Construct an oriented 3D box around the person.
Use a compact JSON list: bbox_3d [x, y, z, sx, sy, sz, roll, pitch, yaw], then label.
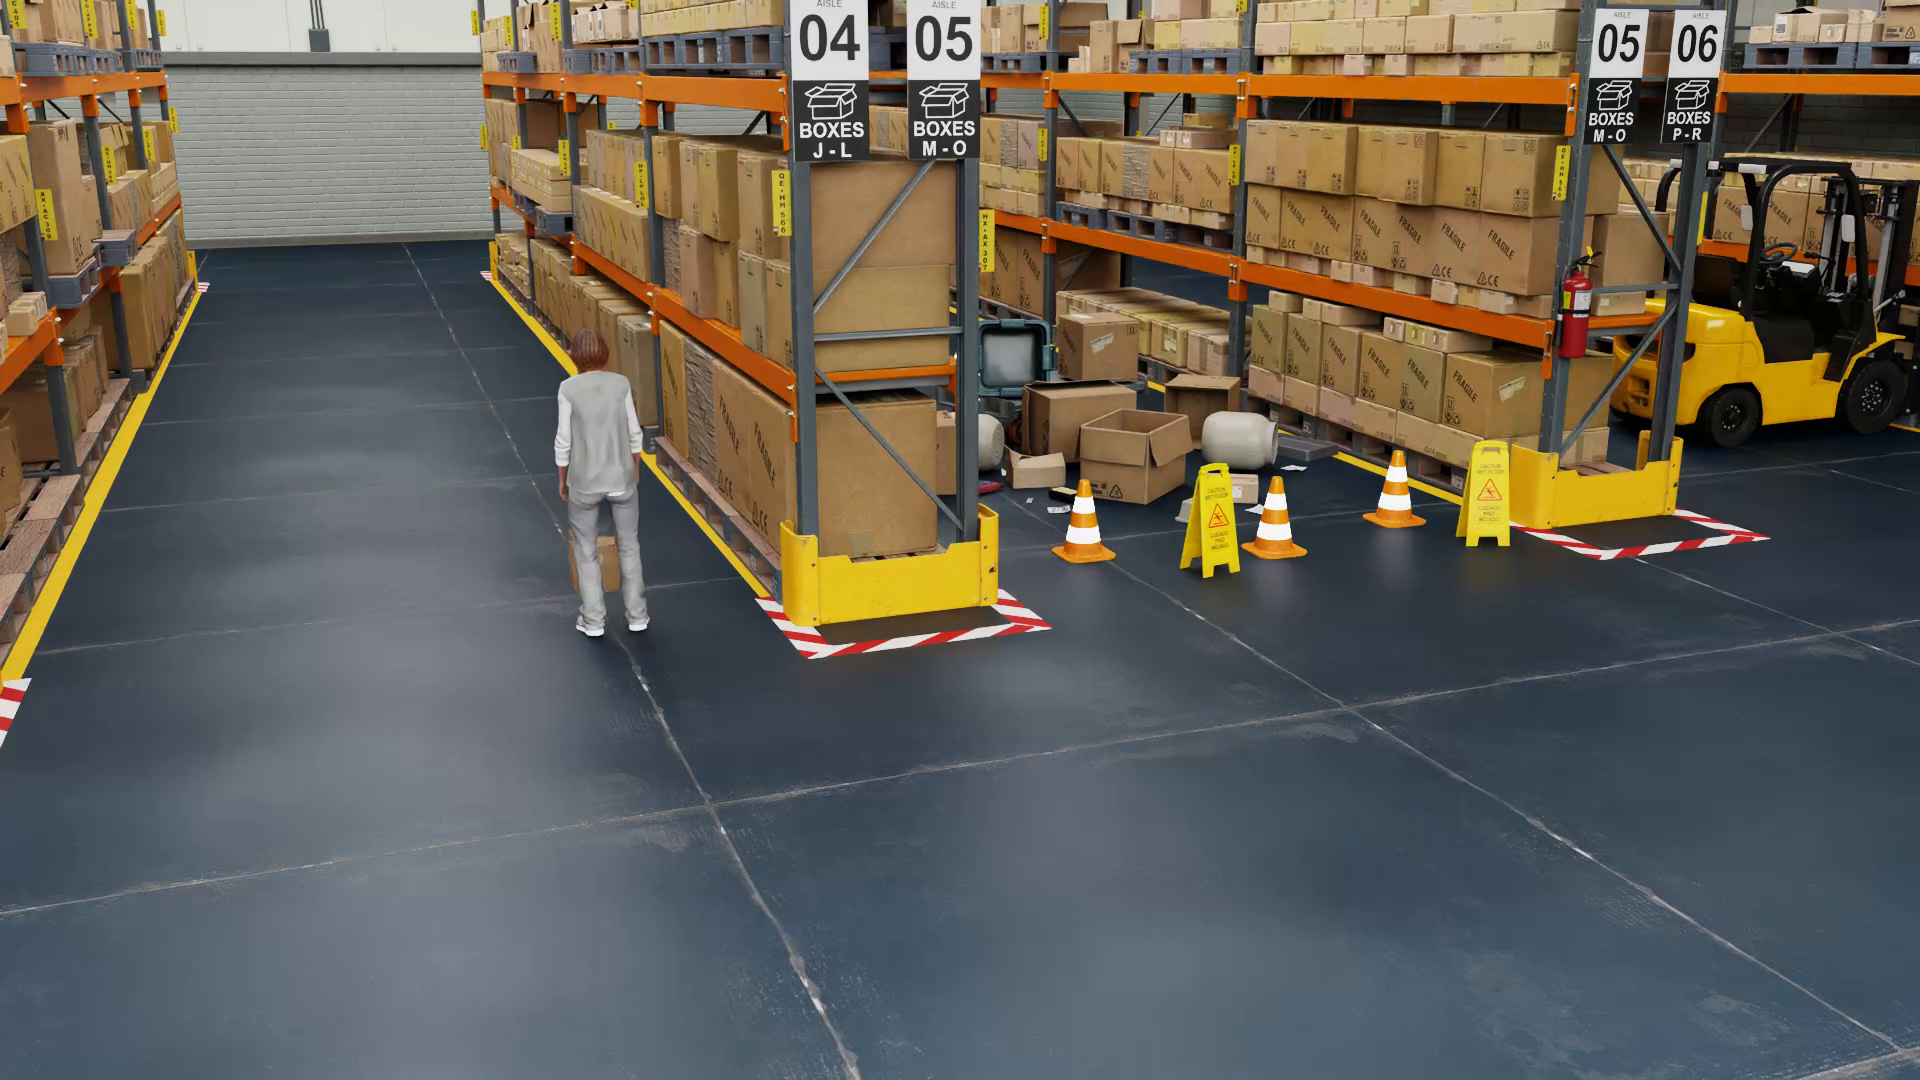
[{"bbox_3d":[-1.845,-0.287,8.552,0.456,1.595,0.342,-7,17,-22],"label":"person"}]
